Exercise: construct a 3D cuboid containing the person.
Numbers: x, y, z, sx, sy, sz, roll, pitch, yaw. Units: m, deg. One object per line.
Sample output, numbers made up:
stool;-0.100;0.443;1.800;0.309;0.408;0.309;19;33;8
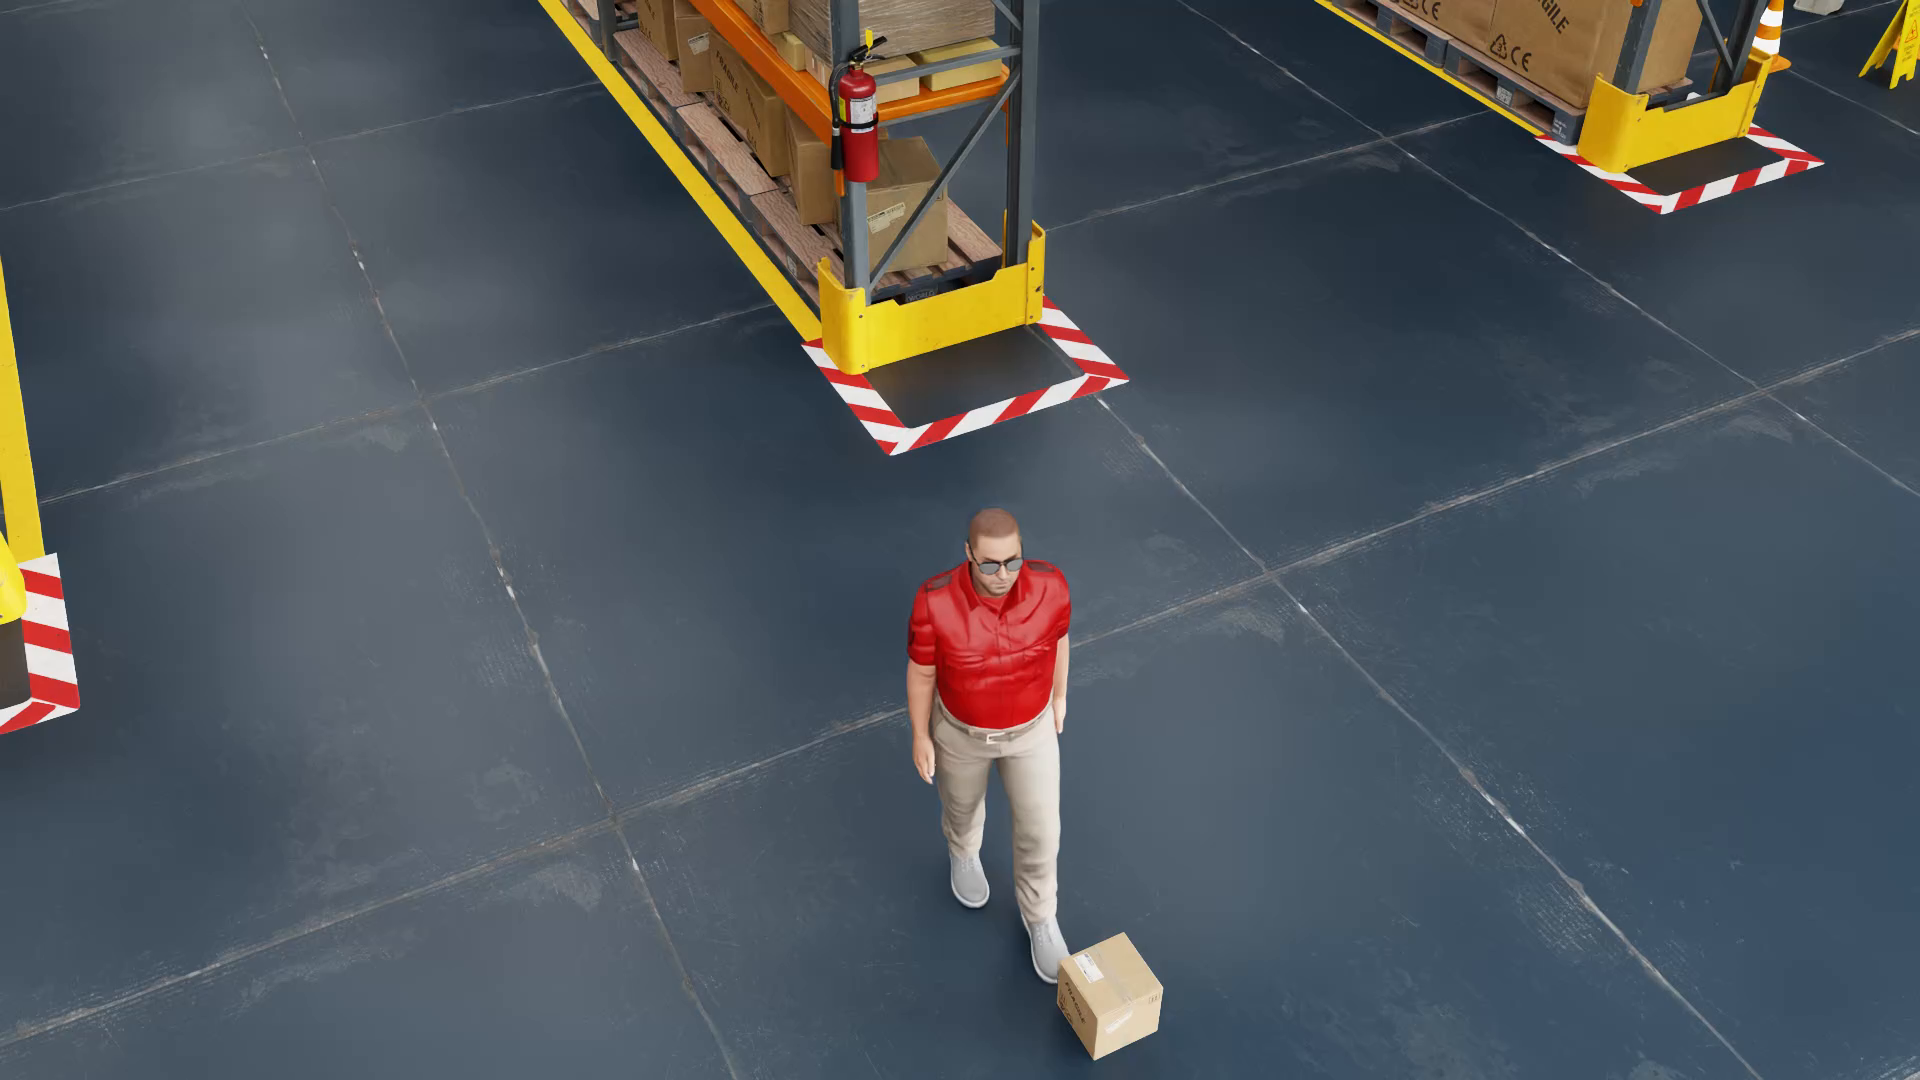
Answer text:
person;0.120;0.677;5.380;0.548;1.720;0.679;-6;41;-7
